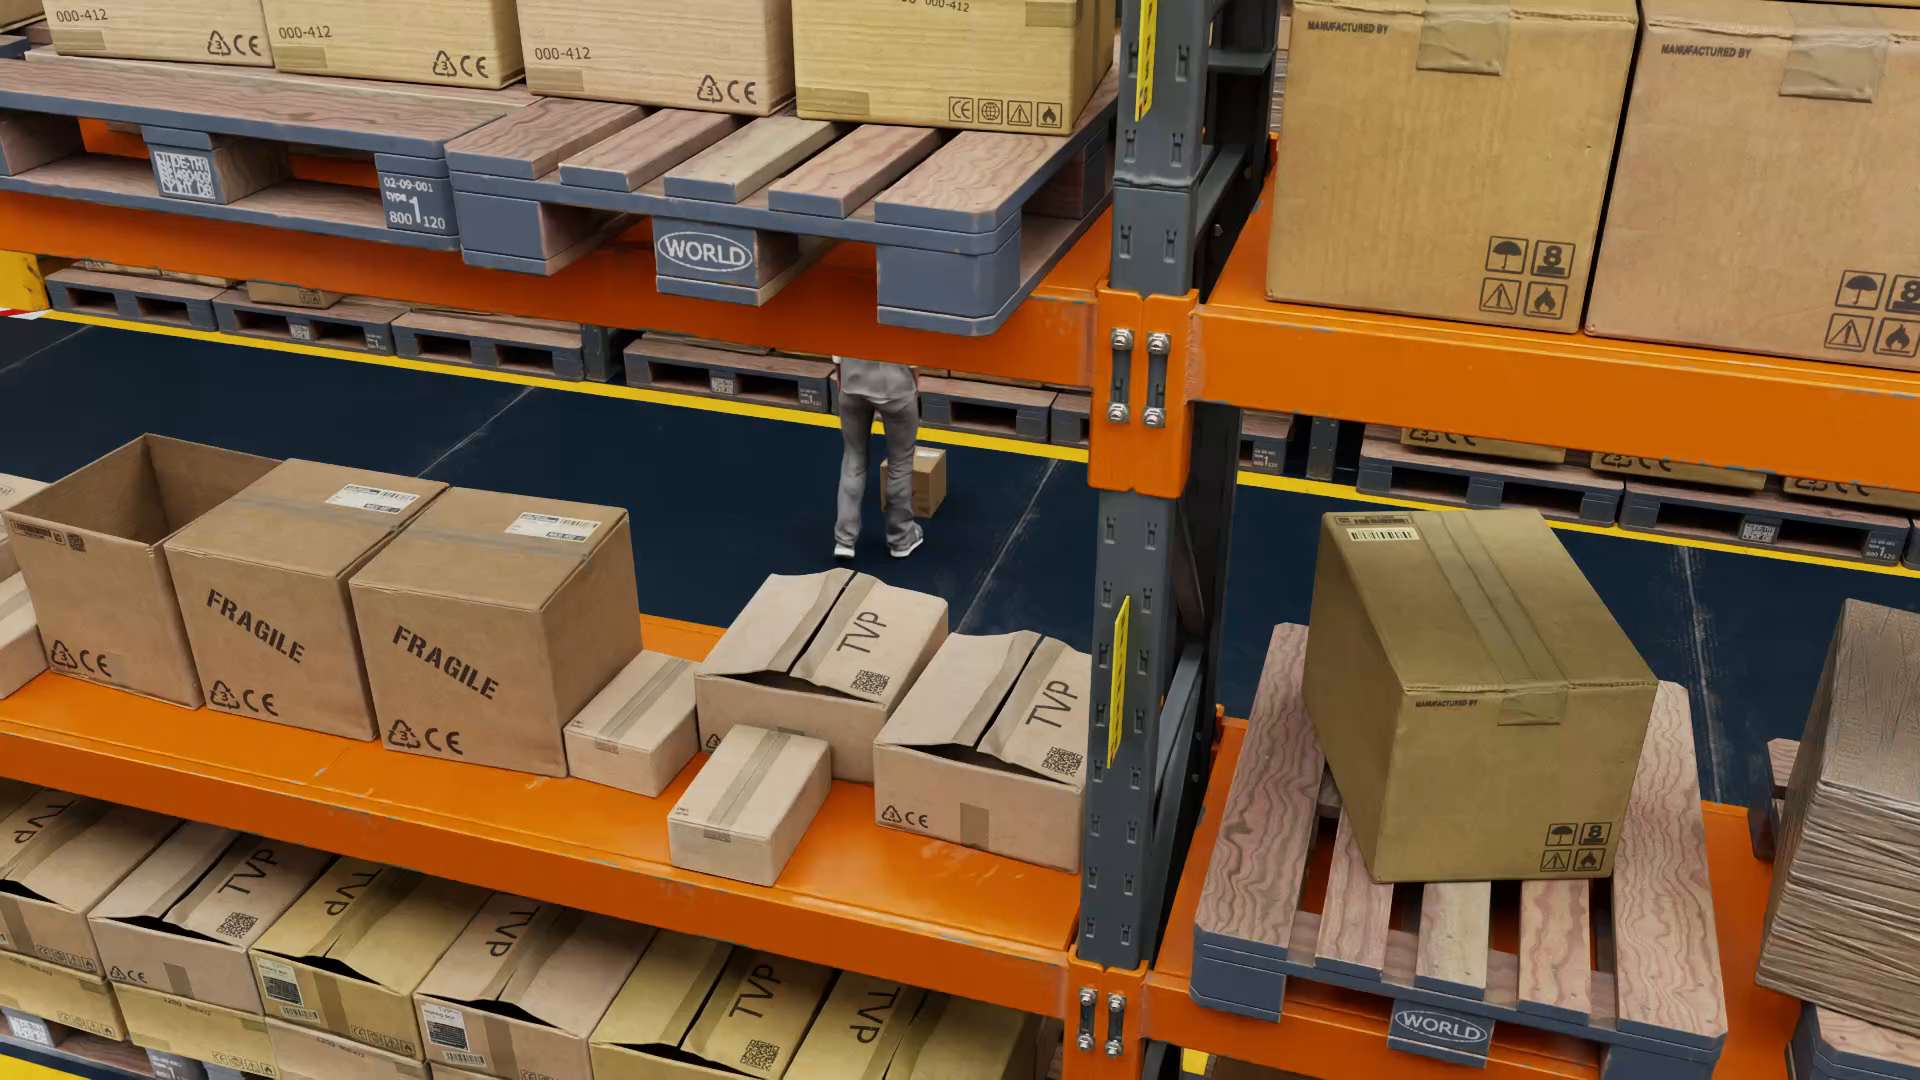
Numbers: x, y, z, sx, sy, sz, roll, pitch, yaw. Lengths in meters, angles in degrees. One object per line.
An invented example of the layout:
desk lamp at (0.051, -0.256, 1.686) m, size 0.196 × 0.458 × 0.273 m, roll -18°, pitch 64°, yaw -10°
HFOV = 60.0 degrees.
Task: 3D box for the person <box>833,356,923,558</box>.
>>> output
person at (-0.366, -0.624, 7.288) m, size 0.414 × 1.662 × 0.408 m, roll 9°, pitch 31°, yaw 16°
